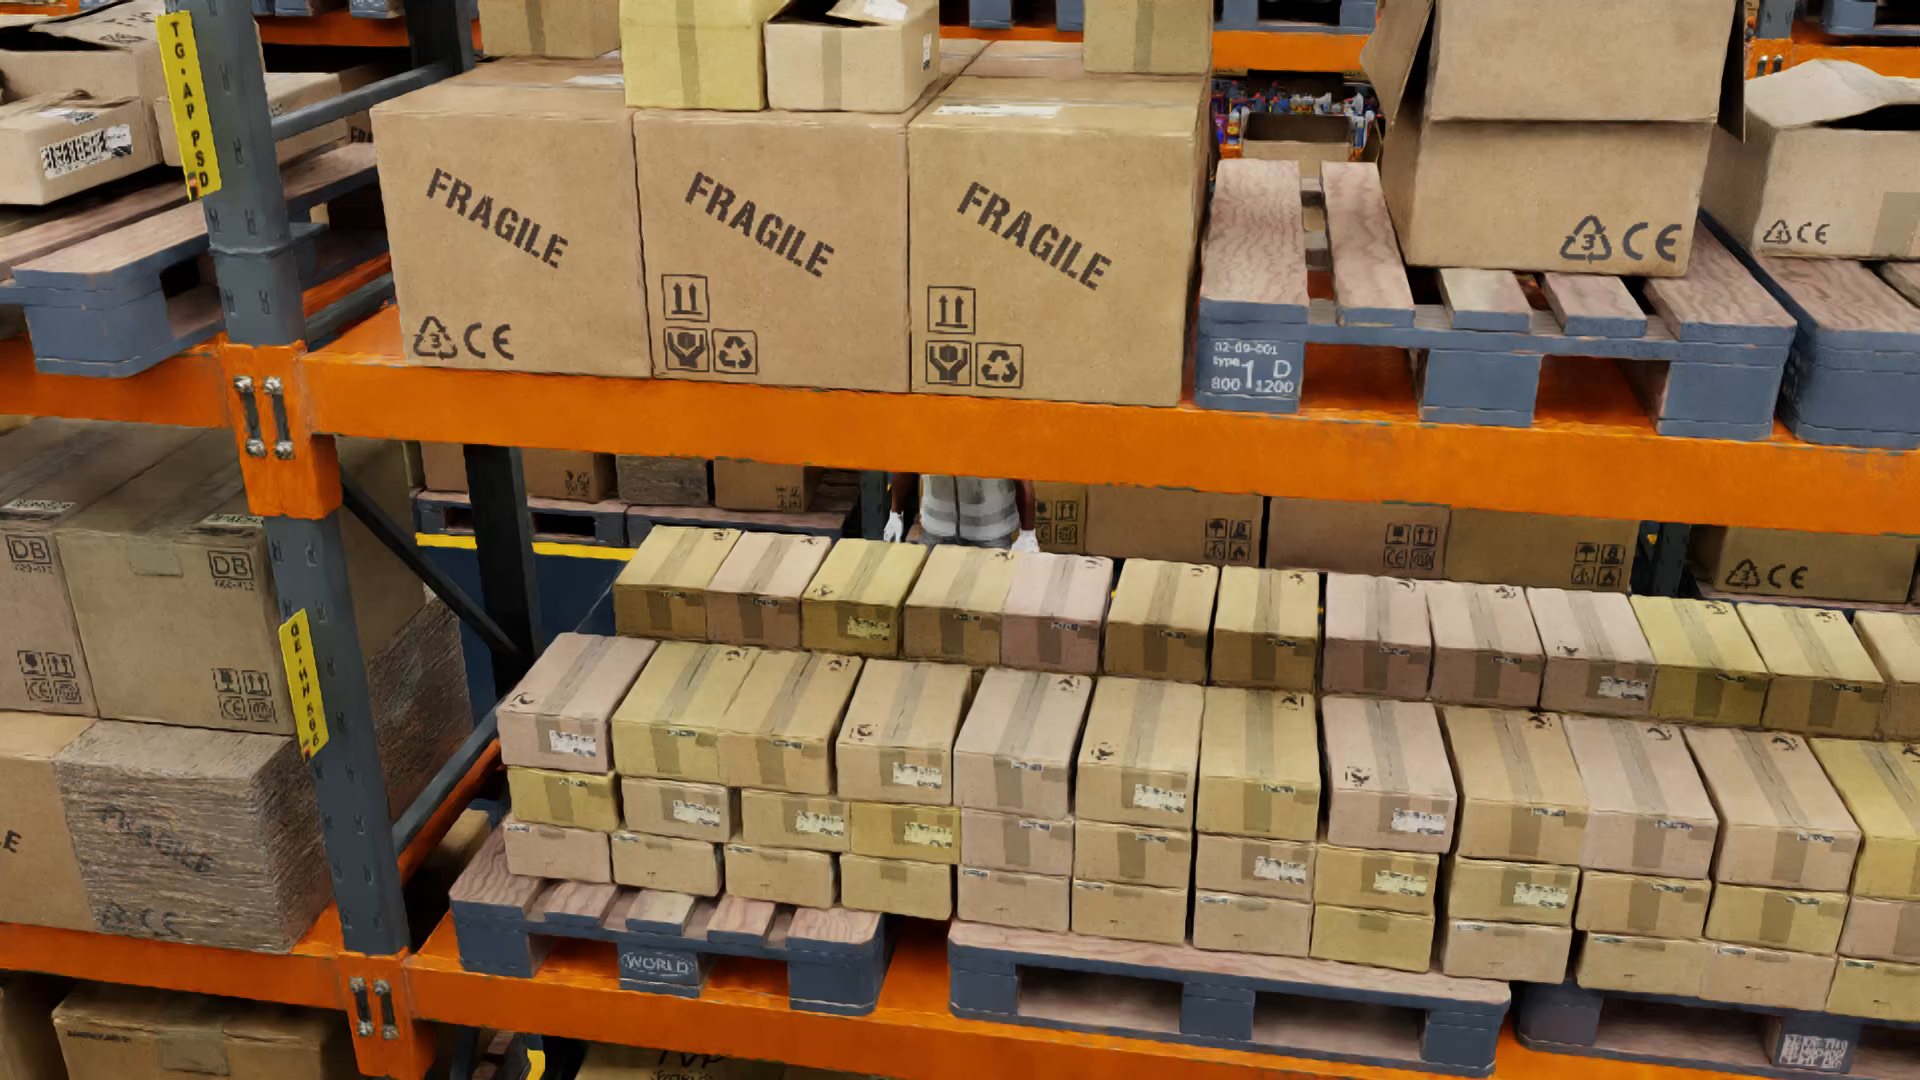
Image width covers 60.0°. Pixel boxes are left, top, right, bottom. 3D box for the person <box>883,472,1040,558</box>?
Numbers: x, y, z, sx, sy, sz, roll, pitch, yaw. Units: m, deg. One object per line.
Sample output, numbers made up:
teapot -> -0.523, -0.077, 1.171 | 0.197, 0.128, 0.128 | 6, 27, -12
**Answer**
person -> 0.002, -0.042, 7.121 | 0.726, 1.760, 0.445 | 7, 26, 15
